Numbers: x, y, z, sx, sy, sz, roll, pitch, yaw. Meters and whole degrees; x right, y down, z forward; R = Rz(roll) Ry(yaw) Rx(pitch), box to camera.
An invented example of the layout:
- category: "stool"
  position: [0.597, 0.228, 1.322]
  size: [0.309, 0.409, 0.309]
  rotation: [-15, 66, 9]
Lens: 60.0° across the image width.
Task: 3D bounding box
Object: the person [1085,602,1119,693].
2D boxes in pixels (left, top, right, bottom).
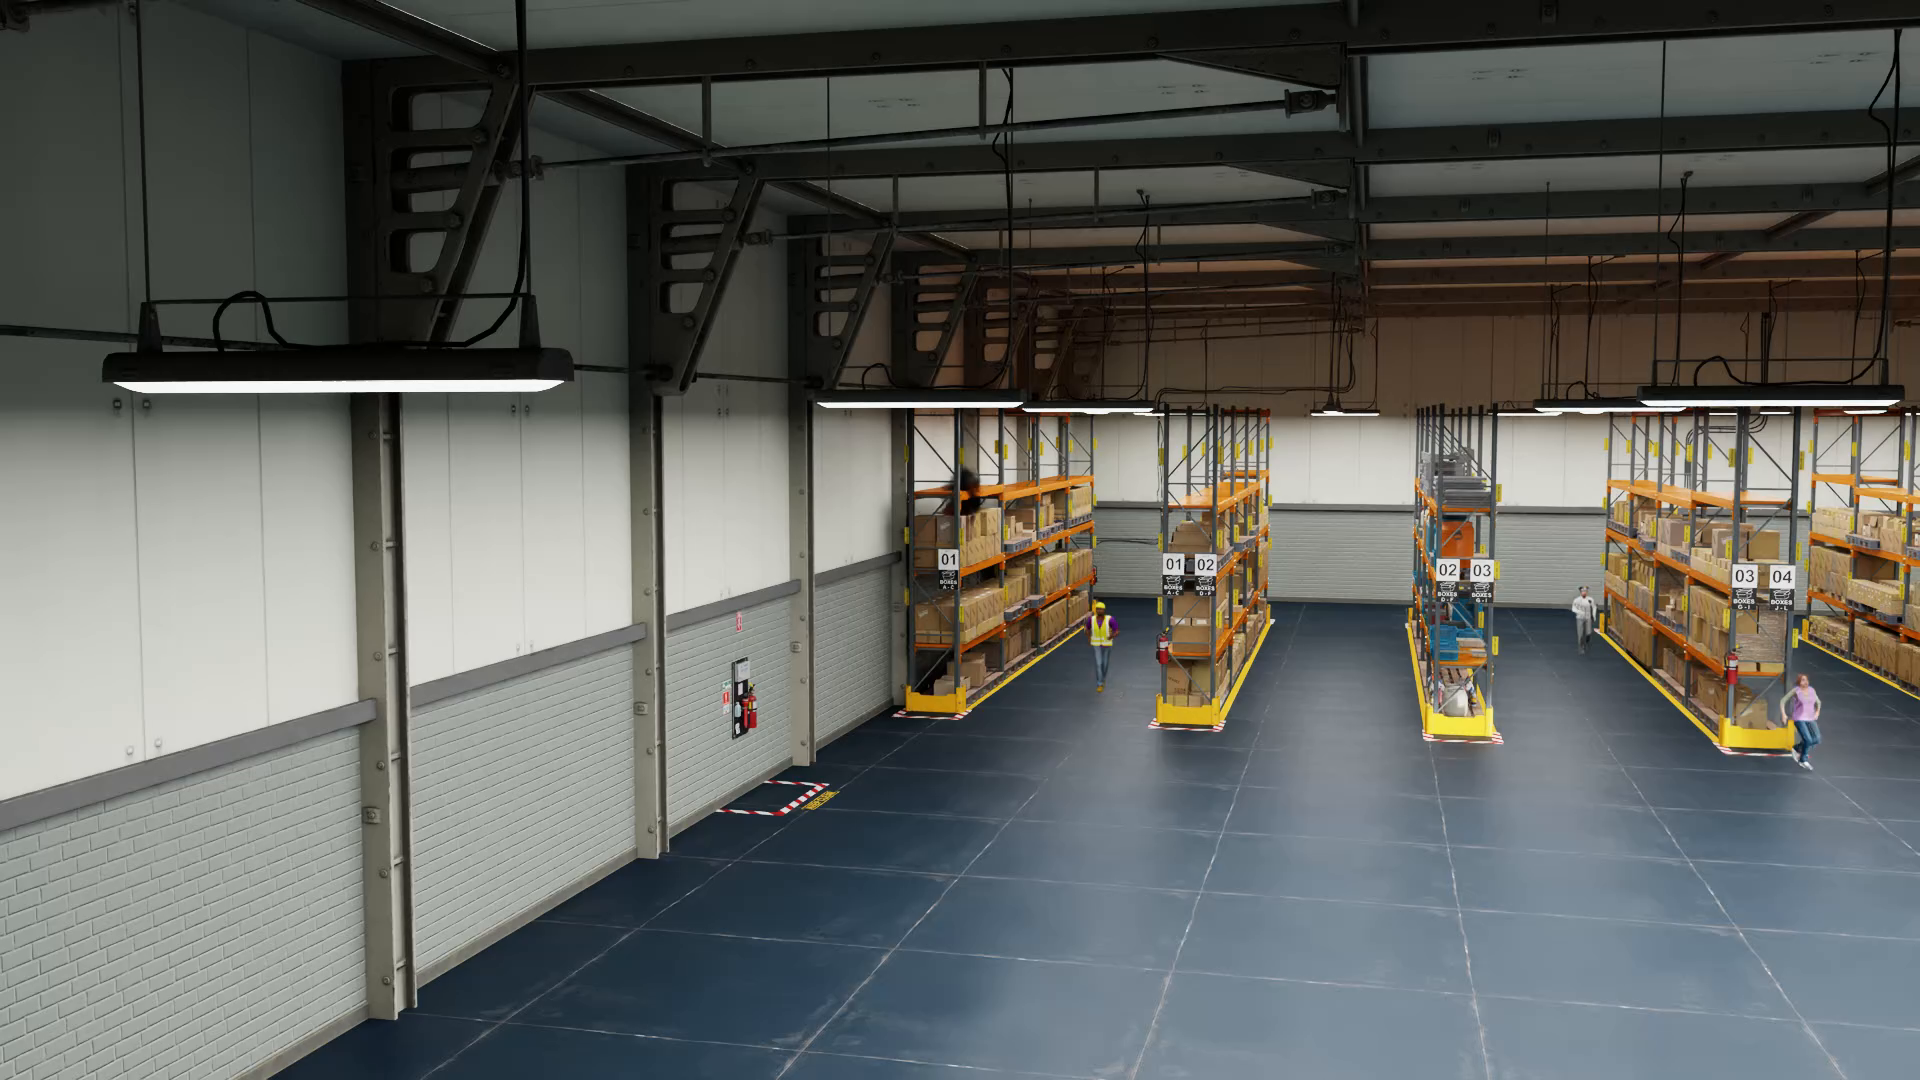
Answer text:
- category: "person"
  position: [2.851, 2.137, 33.375]
  size: [0.689, 1.780, 0.796]
  rotation: [0, 4, 7]

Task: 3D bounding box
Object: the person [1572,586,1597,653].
- category: "person"
  position: [15.222, 1.937, 40.511]
  size: [0.595, 1.660, 0.584]
  rotation: [1, 4, 13]

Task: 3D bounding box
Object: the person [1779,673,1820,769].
- category: "person"
  position: [13.833, 2.974, 27.337]
  size: [0.681, 1.566, 0.458]
  rotation: [-1, 4, -17]
